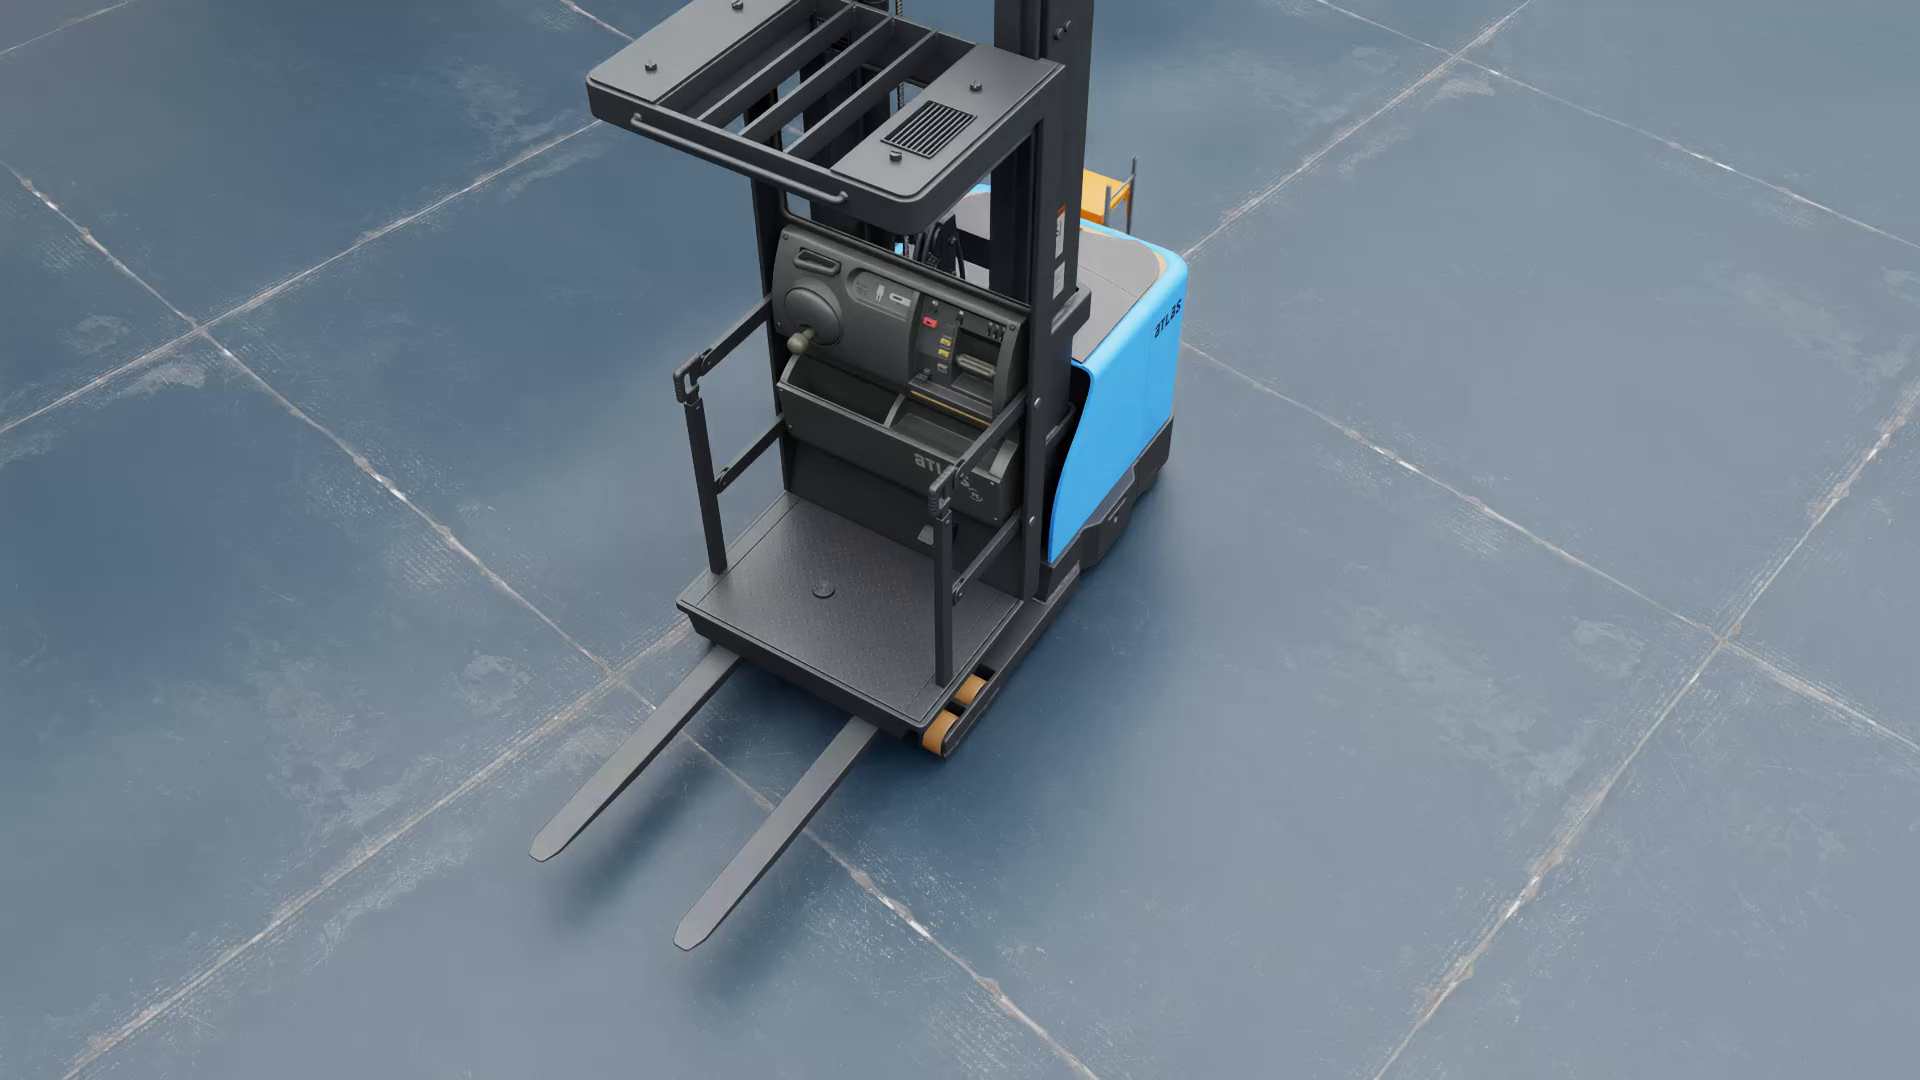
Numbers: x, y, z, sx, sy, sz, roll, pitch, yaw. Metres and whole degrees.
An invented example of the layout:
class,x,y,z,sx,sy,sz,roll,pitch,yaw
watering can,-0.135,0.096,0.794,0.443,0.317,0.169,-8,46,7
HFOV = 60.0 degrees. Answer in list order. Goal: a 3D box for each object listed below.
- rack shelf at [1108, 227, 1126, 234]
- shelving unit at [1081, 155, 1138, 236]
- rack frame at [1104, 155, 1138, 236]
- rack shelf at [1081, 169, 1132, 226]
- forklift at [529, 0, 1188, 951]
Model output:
class,x,y,z,sx,sy,sz,roll,pitch,yaw
rack shelf,0.422,-1.222,6.859,0.480,0.148,0.258,24,52,21
shelving unit,0.422,-1.115,6.973,0.503,1.200,0.258,24,52,21
rack frame,0.630,-1.021,6.885,0.015,1.200,0.240,24,52,21
rack shelf,0.422,-1.383,6.686,0.480,0.148,0.258,24,52,21
forklift,-0.332,-0.620,5.321,1.130,2.935,3.031,25,52,21
